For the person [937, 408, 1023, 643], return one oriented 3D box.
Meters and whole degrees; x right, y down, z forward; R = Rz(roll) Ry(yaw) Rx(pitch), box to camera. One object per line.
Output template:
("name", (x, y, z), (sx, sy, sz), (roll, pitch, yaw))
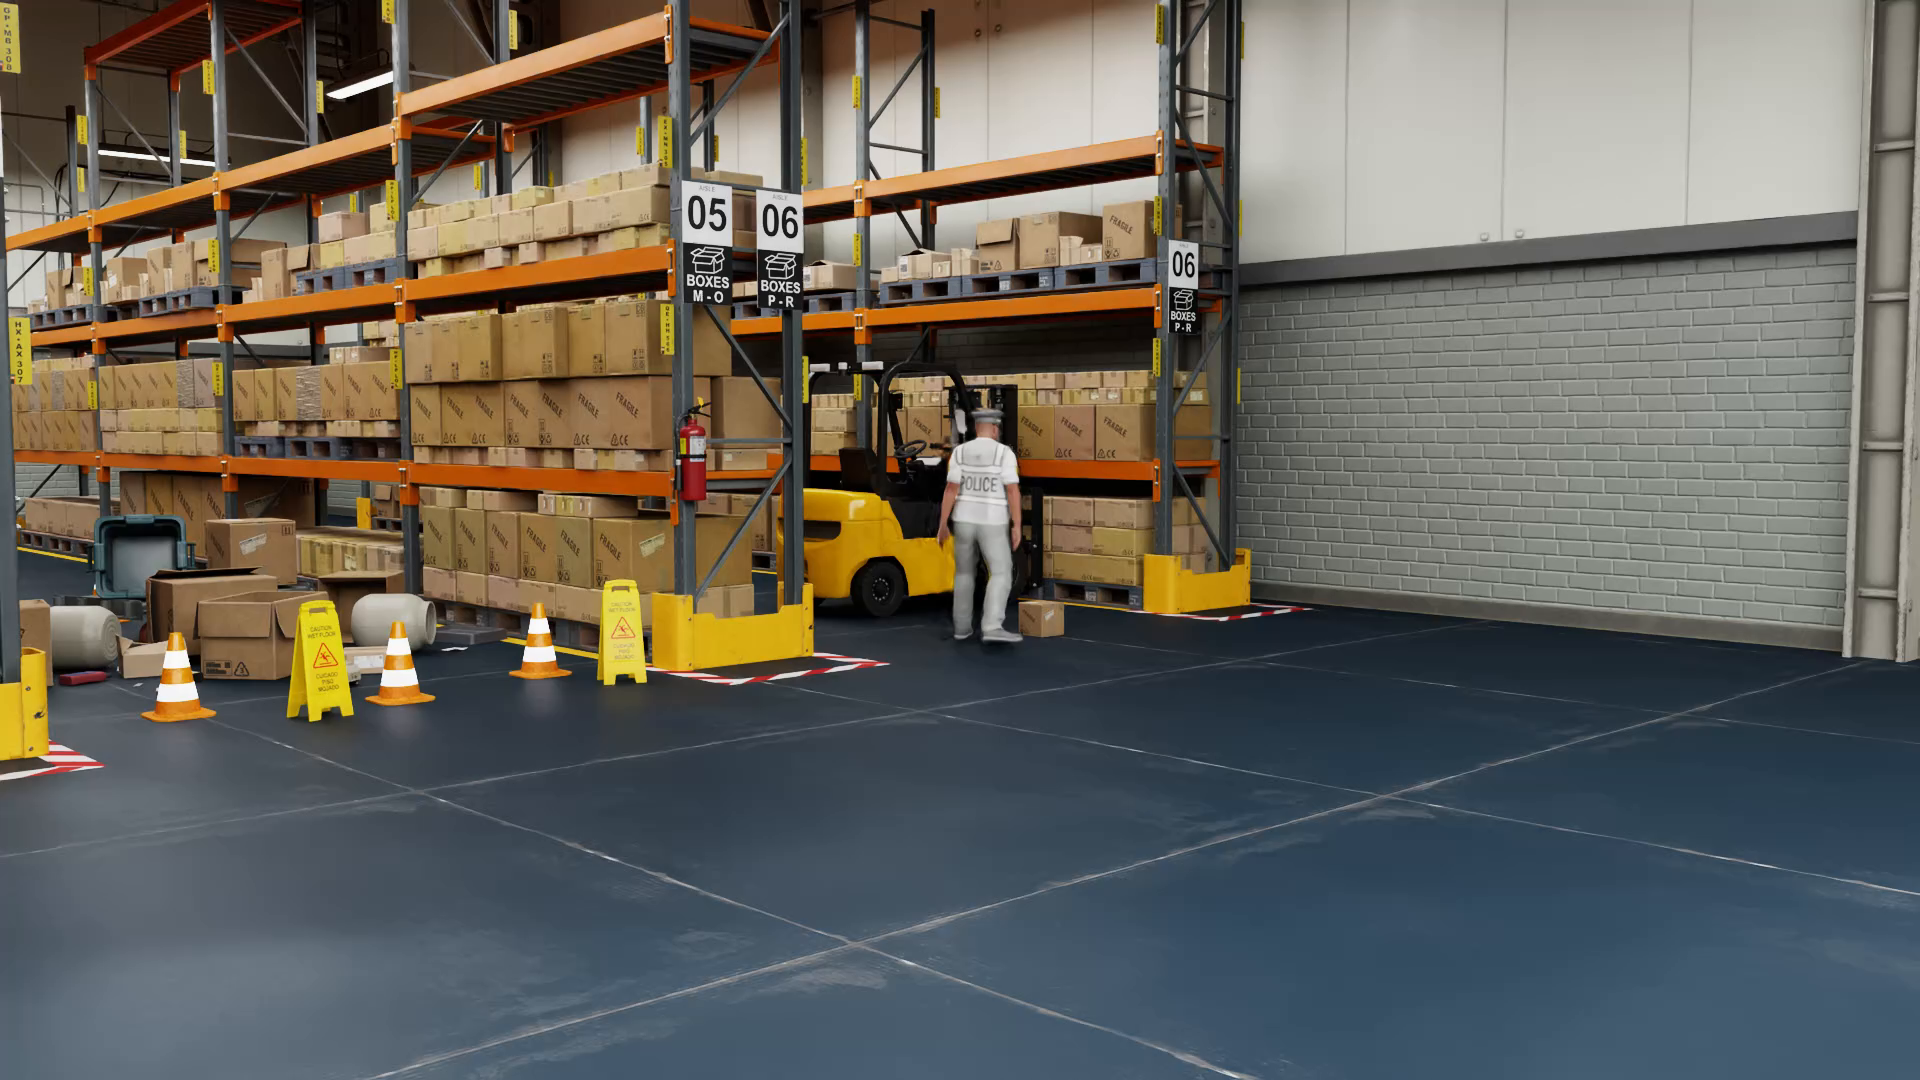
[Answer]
("person", (0.185, -0.107, 12.215), (0.683, 1.715, 0.718), (2, 4, 22))
